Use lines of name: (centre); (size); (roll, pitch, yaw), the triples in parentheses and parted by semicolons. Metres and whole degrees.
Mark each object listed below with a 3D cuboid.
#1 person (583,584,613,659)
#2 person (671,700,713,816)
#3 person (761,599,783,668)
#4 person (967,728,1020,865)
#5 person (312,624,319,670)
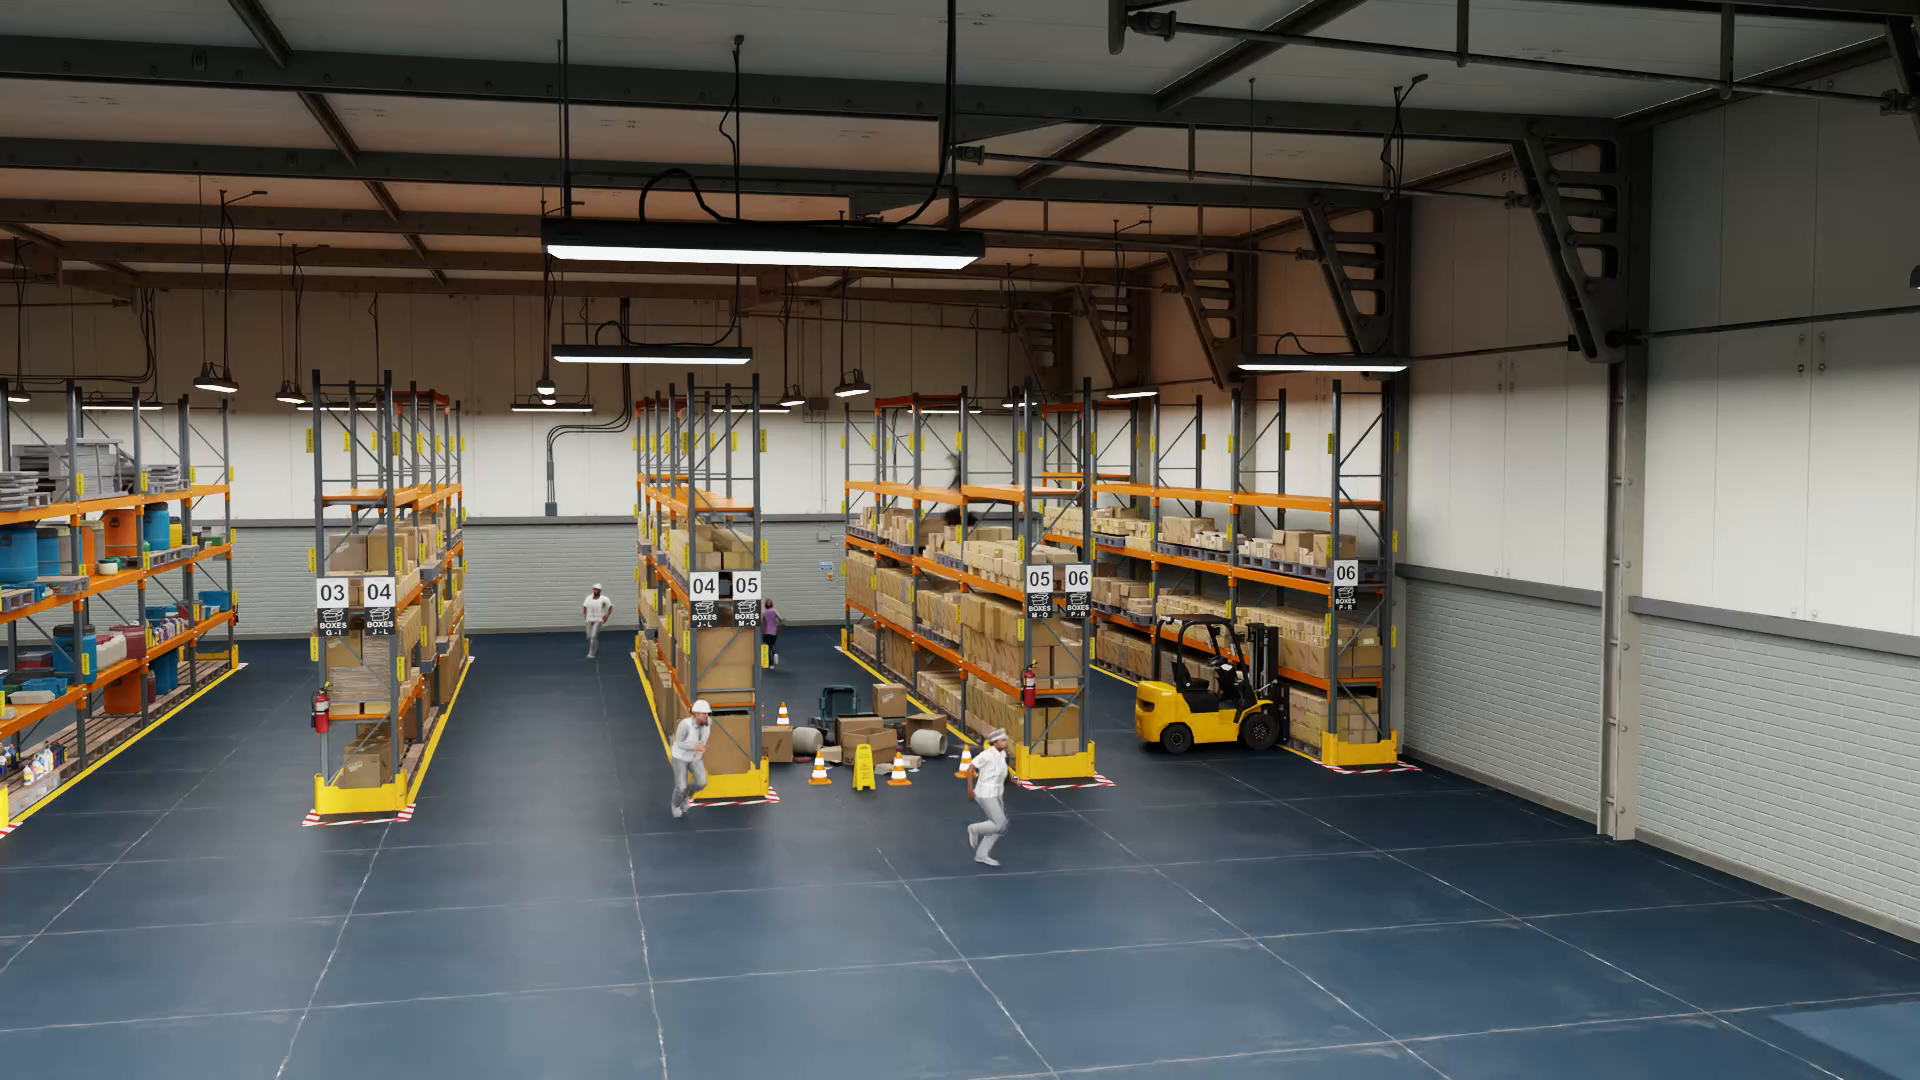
person: (-8.537, 1.893, 39.121); (0.732, 1.748, 0.727); (0, 3, 8)
person: (-3.545, 2.888, 22.204); (0.684, 1.567, 0.879); (-3, 5, -45)
person: (-4.254, 2.080, 37.151); (0.537, 1.553, 0.537); (-1, 3, -19)
person: (0.405, 3.051, 19.784); (0.633, 1.648, 0.616); (2, 4, 30)
person: (-12.299, 2.220, 32.398); (0.652, 1.805, 0.983); (-1, 3, -14)
